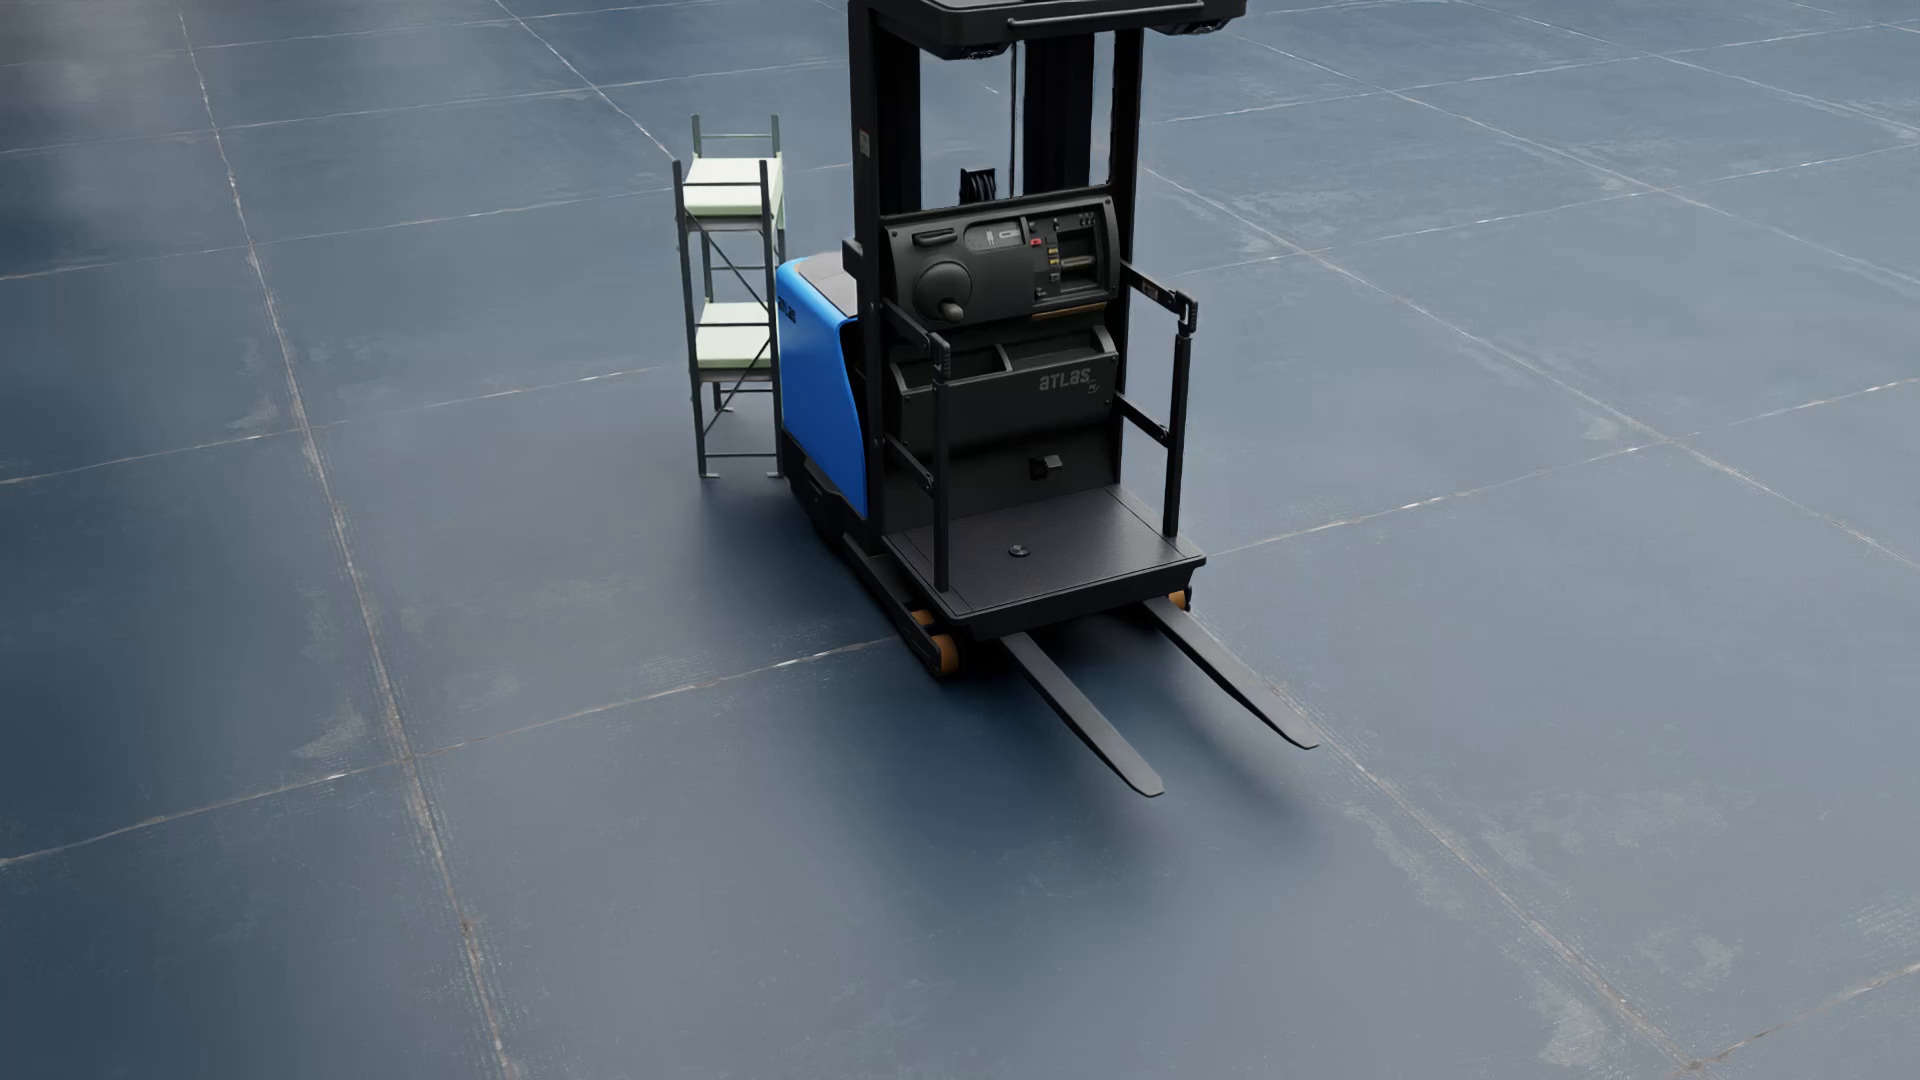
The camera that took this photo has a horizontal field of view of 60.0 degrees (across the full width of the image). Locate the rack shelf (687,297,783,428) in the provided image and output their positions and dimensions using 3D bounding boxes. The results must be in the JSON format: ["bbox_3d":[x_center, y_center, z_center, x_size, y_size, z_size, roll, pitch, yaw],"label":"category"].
[{"bbox_3d":[-1.030,-0.851,7.902,0.431,0.370,0.720,-1,29,-1],"label":"rack shelf"}]

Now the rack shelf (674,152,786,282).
[{"bbox_3d":[-1.030,-1.476,7.551,0.431,0.370,0.720,-1,29,-1],"label":"rack shelf"}]

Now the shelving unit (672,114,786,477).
[{"bbox_3d":[-1.030,-1.136,7.742,0.431,1.500,0.755,-1,29,-1],"label":"shelving unit"}]

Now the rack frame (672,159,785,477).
[{"bbox_3d":[-1.019,-0.957,7.423,0.400,1.500,0.023,-1,29,-1],"label":"rack frame"}]

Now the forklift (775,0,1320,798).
[{"bbox_3d":[0.265,-1.001,6.038,1.130,2.935,3.031,-13,32,-22],"label":"forklift"}]

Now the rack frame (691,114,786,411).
[{"bbox_3d":[-1.041,-1.315,8.061,0.400,1.500,0.023,-1,29,-1],"label":"rack frame"}]
